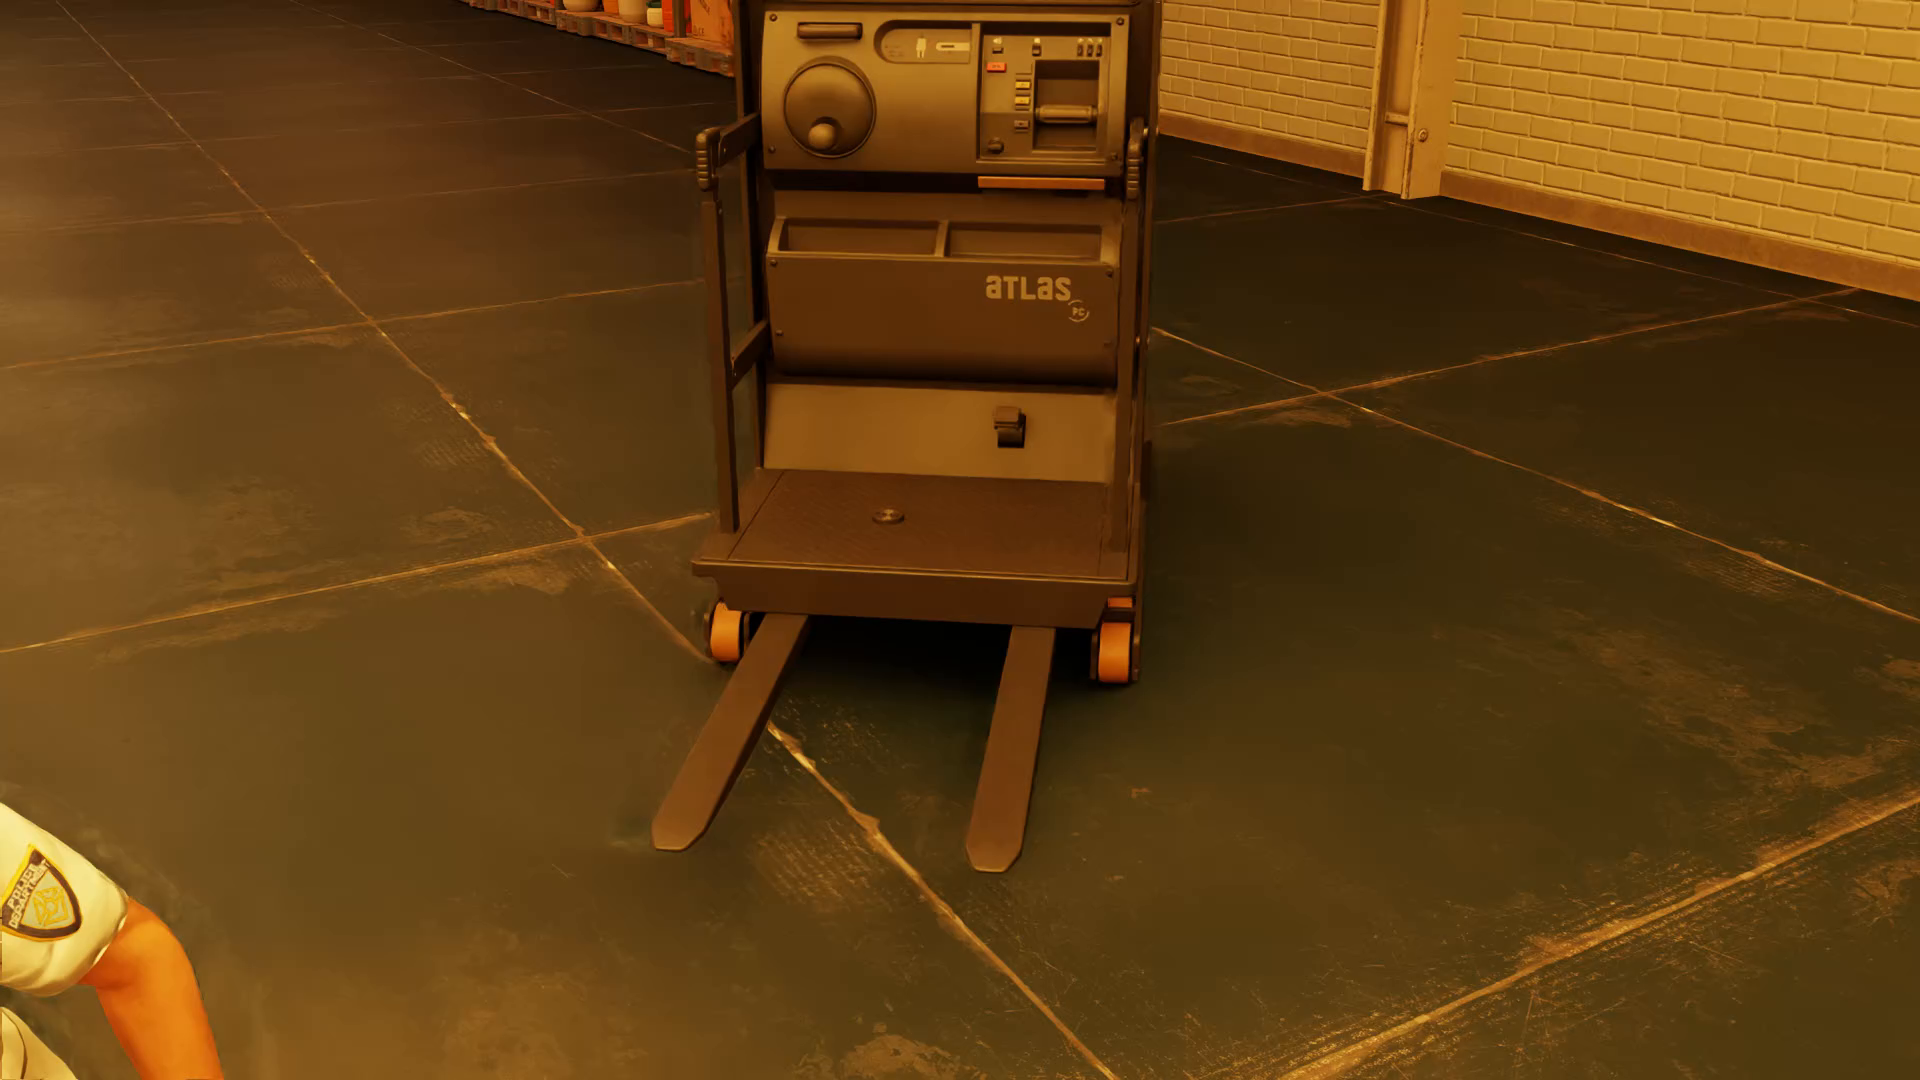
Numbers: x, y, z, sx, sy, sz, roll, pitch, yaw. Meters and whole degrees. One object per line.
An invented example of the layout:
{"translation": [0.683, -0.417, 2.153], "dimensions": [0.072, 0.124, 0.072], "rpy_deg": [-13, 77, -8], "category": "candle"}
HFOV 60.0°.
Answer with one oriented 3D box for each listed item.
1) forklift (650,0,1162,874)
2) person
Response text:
{"translation": [-0.065, -1.125, 4.015], "dimensions": [1.130, 2.935, 3.031], "rpy_deg": [3, 22, 6], "category": "forklift"}
{"translation": [-1.084, 0.676, 1.607], "dimensions": [0.757, 1.456, 0.622], "rpy_deg": [-5, 23, -11], "category": "person"}
